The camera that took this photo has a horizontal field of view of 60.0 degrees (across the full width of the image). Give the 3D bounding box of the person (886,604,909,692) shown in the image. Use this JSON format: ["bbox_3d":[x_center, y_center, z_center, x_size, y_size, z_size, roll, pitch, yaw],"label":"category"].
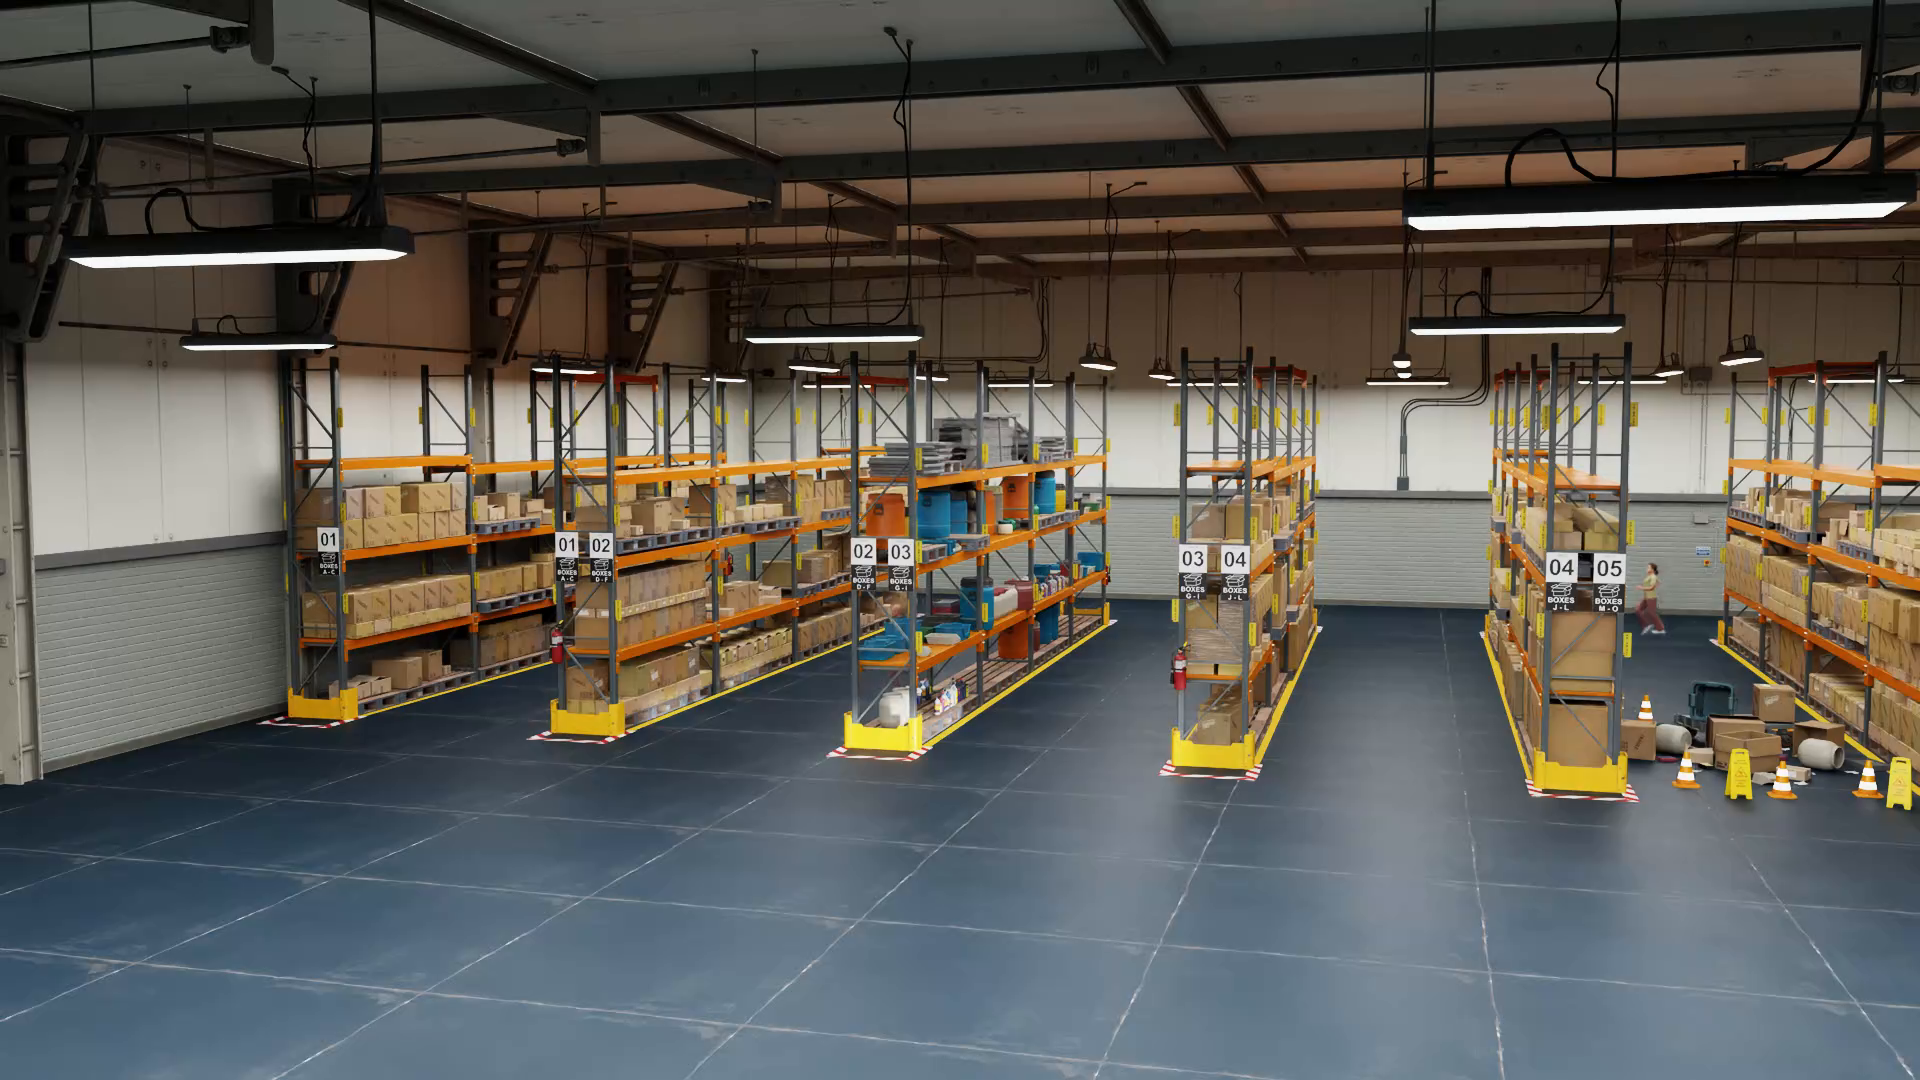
[{"bbox_3d":[-1.065,1.967,30.008,0.679,1.669,0.847,0,4,-2],"label":"person"}]

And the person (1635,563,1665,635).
[{"bbox_3d":[15.853,1.364,38.197,0.684,1.687,0.556,1,4,9],"label":"person"}]
